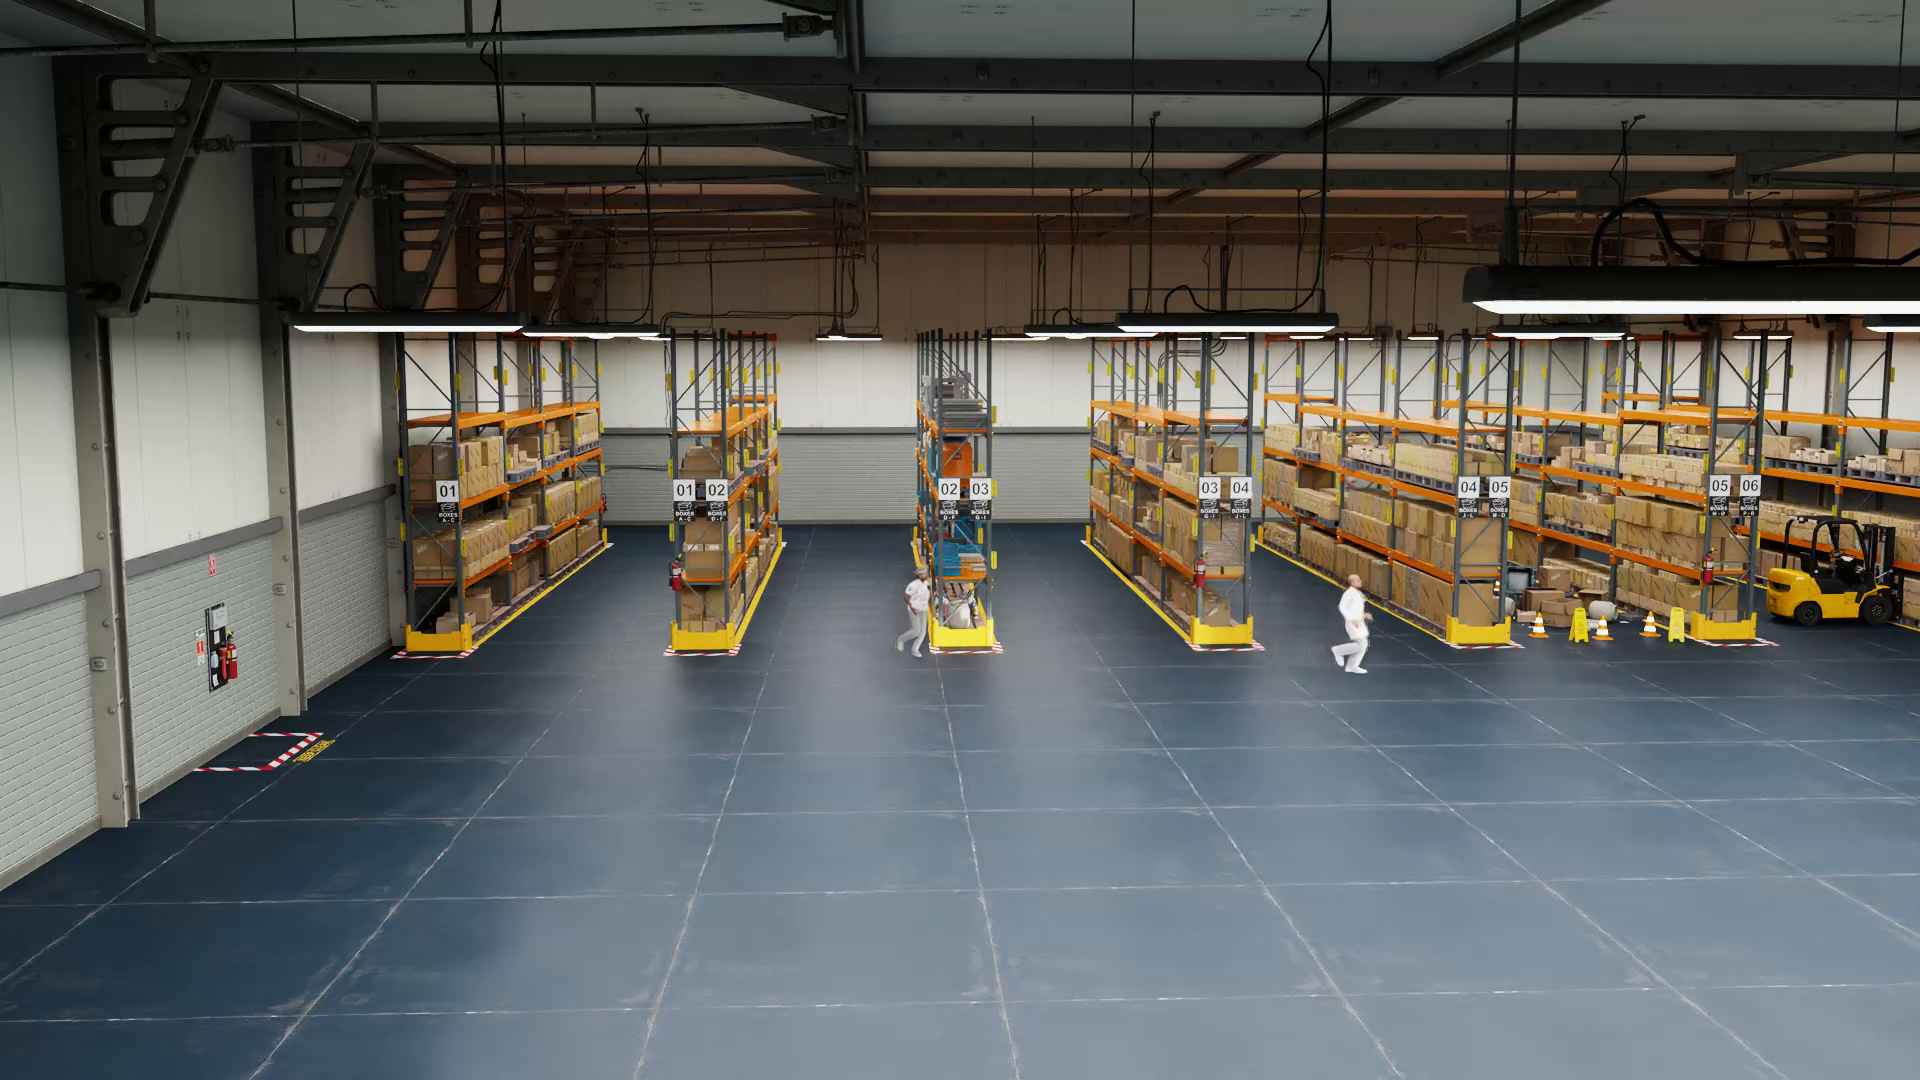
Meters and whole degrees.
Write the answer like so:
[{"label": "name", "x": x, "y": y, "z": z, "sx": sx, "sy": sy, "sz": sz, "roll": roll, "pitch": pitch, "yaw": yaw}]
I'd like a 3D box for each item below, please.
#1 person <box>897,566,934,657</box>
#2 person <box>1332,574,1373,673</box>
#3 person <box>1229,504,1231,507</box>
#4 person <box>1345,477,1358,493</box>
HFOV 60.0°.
[{"label": "person", "x": -0.795, "y": 1.297, "z": 30.718, "sx": 0.574, "sy": 1.639, "sz": 0.636, "roll": 6, "pitch": 9, "yaw": 43}, {"label": "person", "x": 6.844, "y": 1.502, "z": 28.994, "sx": 0.636, "sy": 1.650, "sz": 0.712, "roll": 4, "pitch": 8, "yaw": 29}, {"label": "person", "x": 7.429, "y": -0.694, "z": 47.703, "sx": 0.654, "sy": 1.699, "sz": 0.664, "roll": 5, "pitch": 9, "yaw": 38}, {"label": "person", "x": 11.640, "y": -0.965, "z": 49.297, "sx": 1.044, "sy": 1.791, "sz": 0.718, "roll": 0, "pitch": 7, "yaw": -2}]
